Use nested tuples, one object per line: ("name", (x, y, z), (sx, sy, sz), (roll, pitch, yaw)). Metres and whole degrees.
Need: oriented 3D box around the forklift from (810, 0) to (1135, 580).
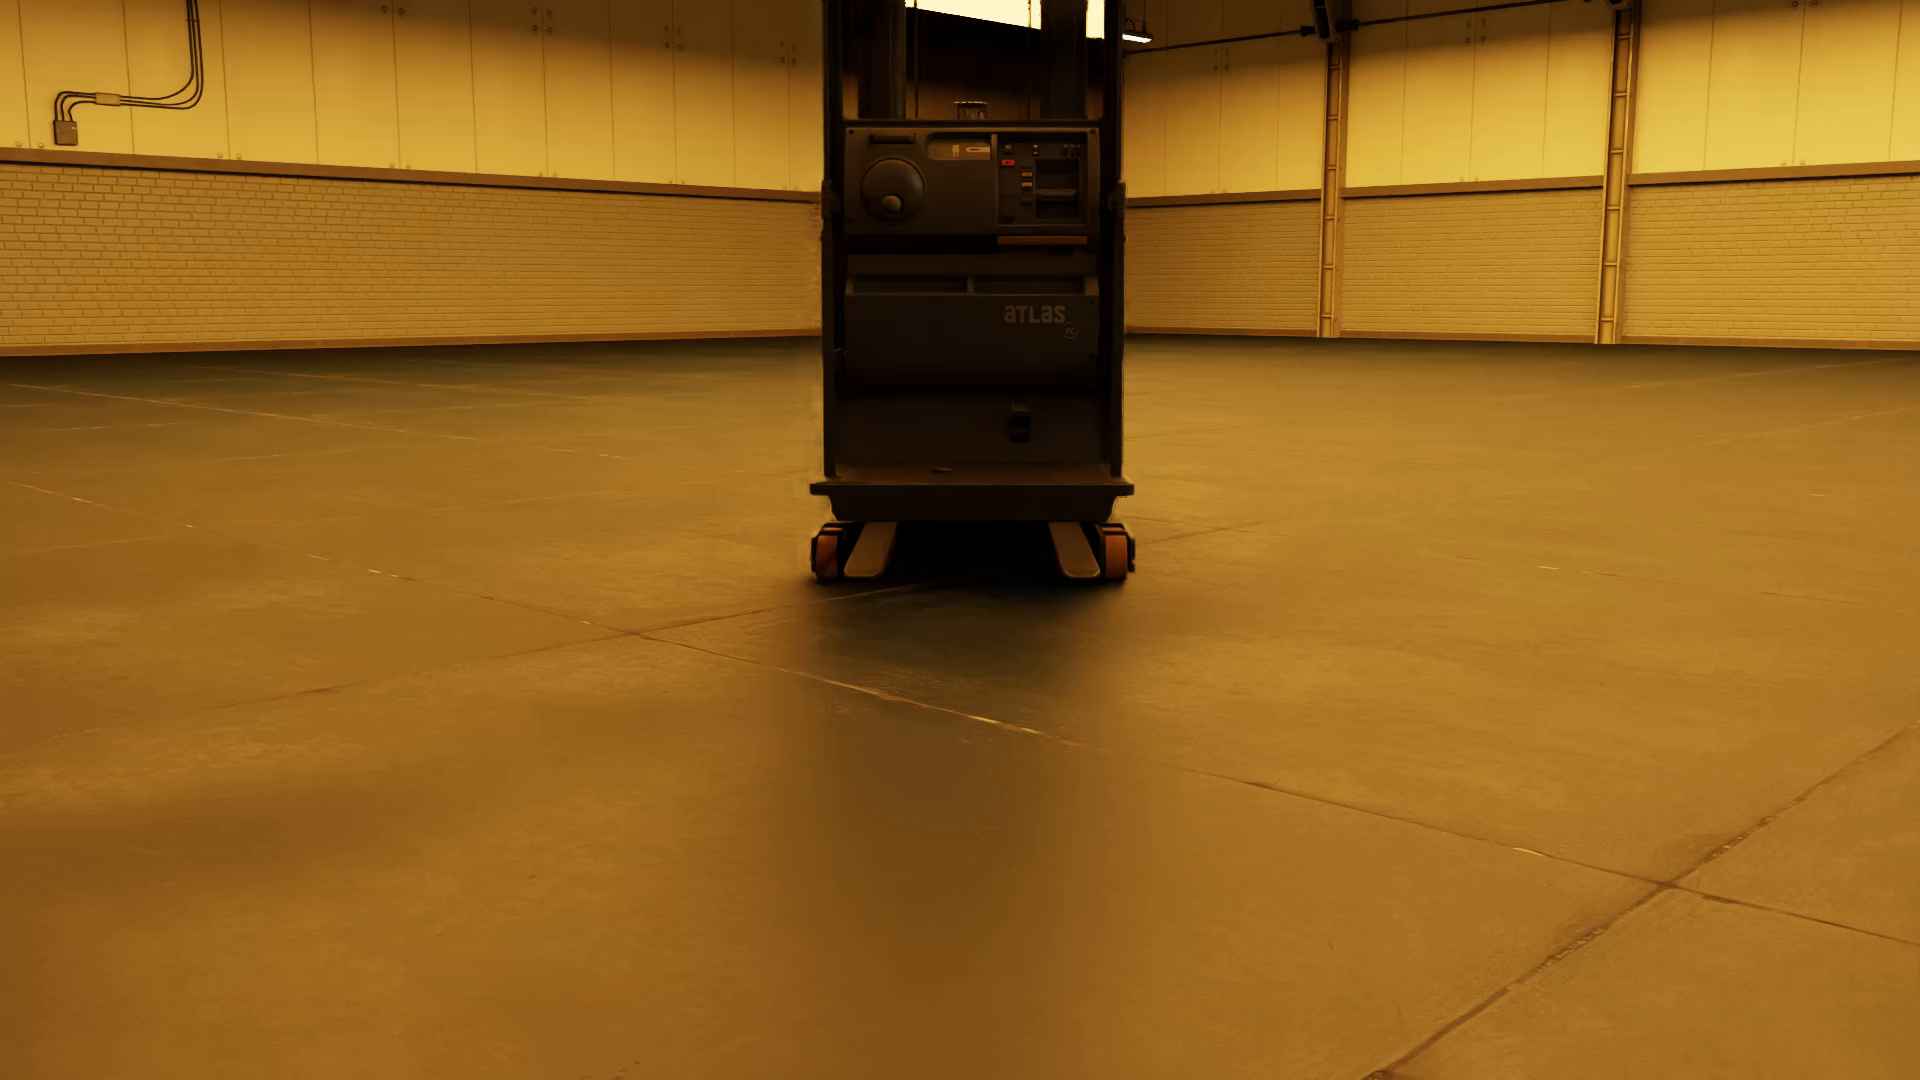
("forklift", (0.044, -1.353, 5.856), (1.130, 2.935, 3.031), (0, 9, 0))
